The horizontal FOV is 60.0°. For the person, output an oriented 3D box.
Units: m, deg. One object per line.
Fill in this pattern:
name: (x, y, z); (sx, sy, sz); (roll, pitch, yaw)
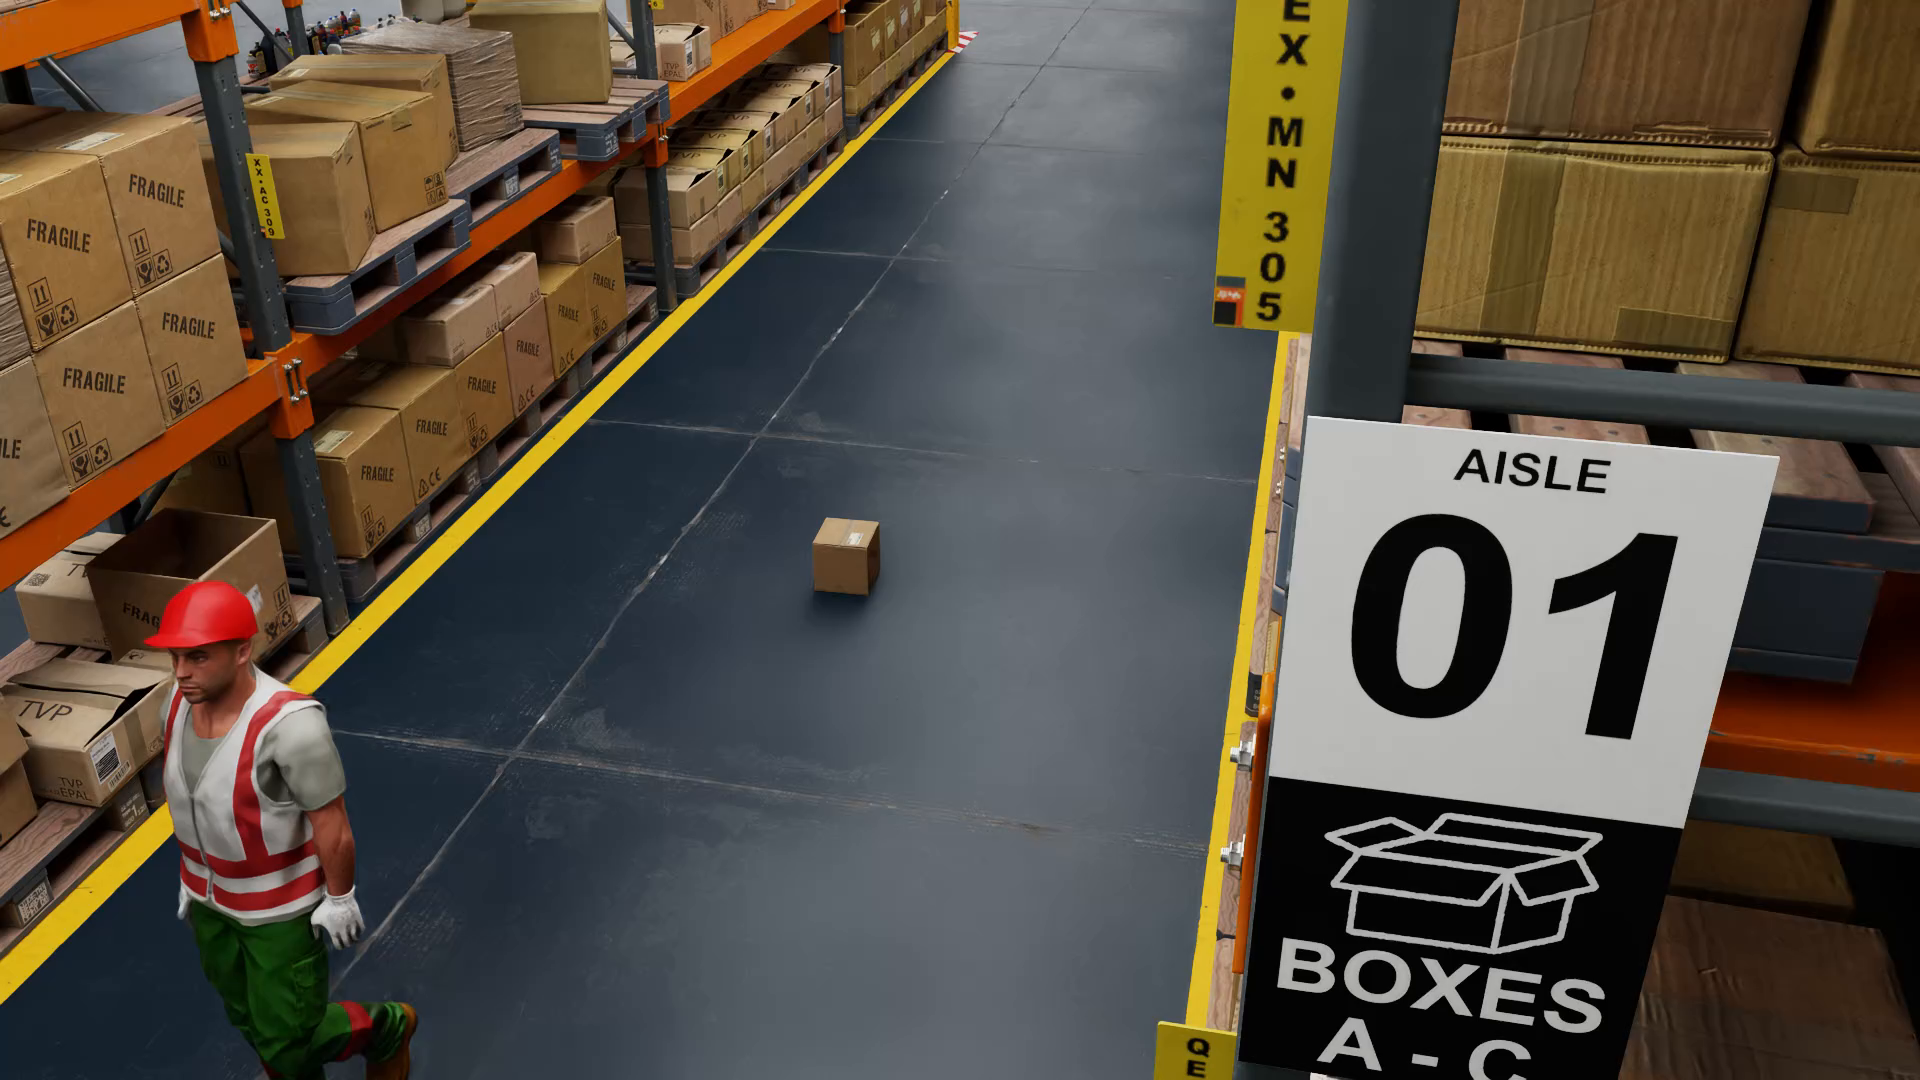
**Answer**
person: (-1.819, 0.905, 4.386); (0.545, 1.781, 0.545); (14, 31, 23)
